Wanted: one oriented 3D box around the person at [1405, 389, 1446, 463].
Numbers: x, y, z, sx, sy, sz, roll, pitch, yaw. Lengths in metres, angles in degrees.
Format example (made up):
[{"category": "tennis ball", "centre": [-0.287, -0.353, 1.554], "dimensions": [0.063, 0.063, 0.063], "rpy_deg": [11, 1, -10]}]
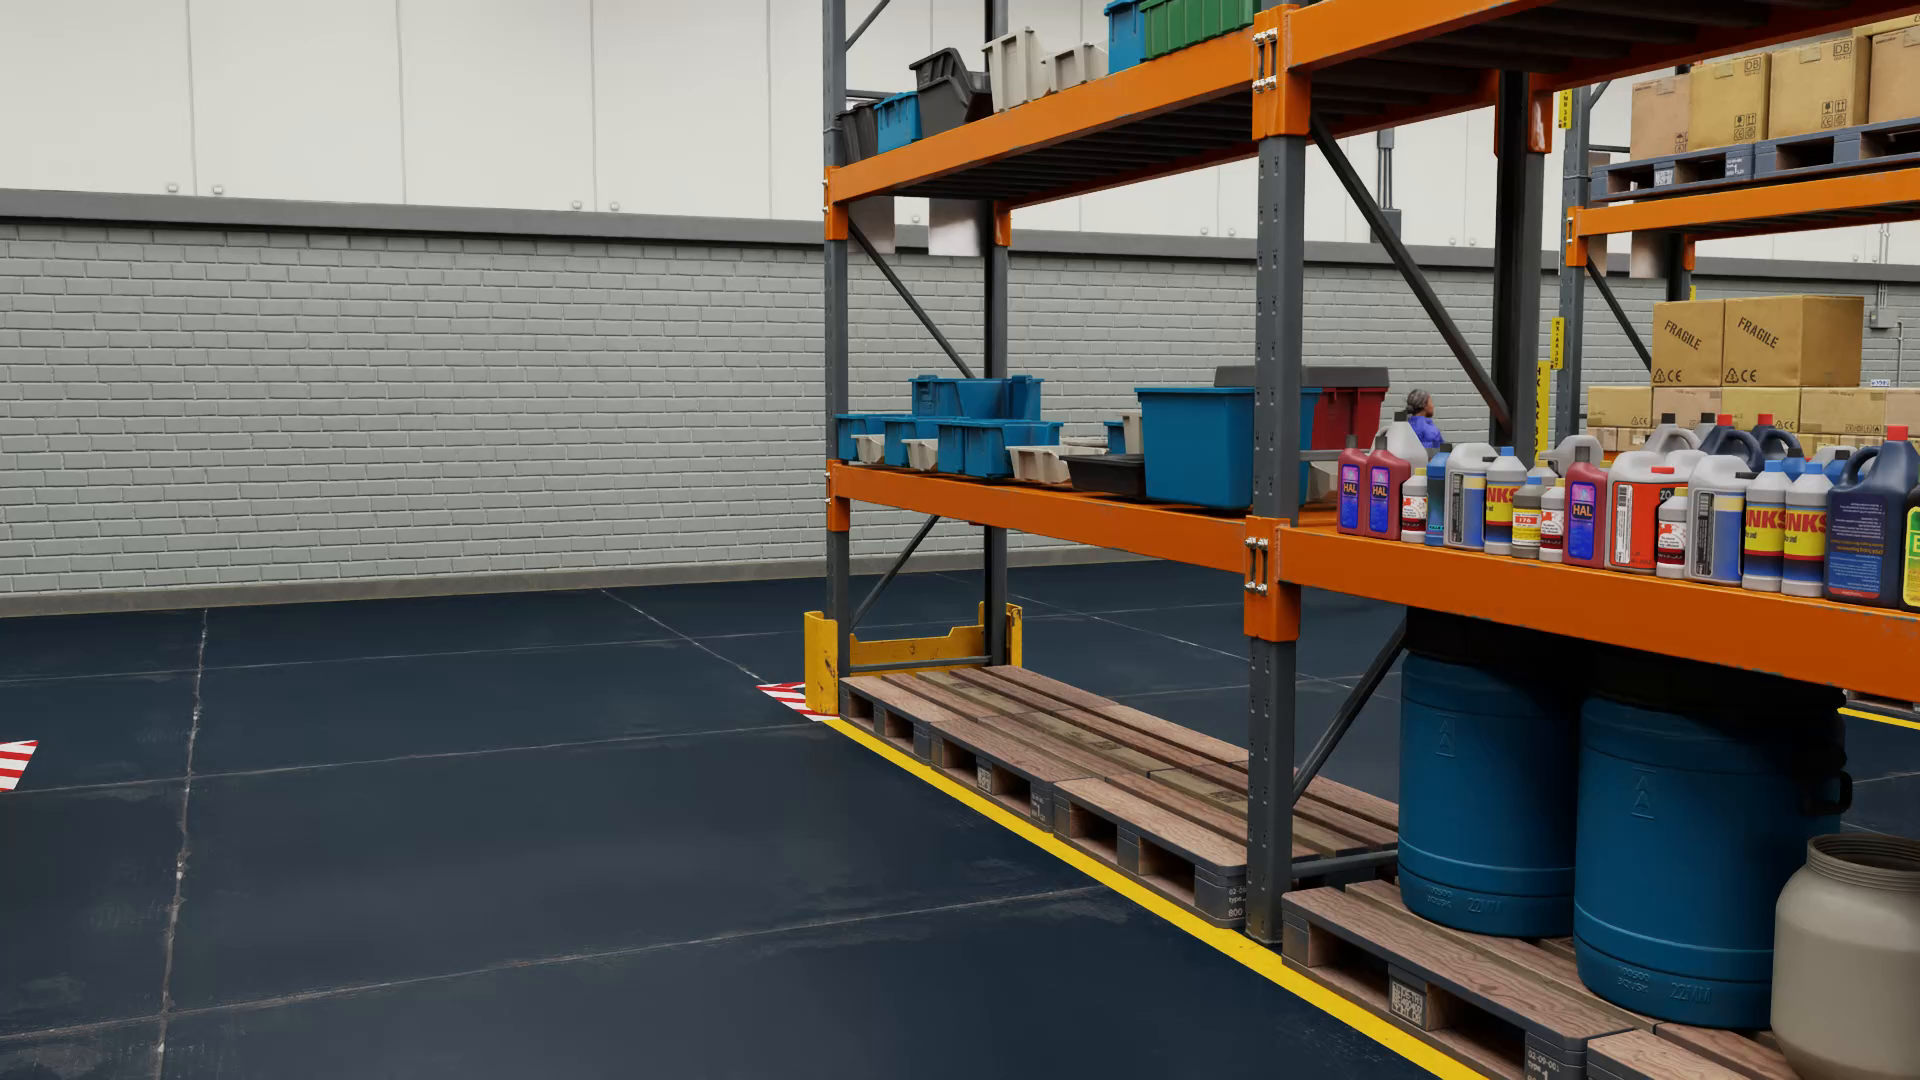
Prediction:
[{"category": "person", "centre": [3.630, -0.345, 12.974], "dimensions": [0.430, 1.663, 0.435], "rpy_deg": [-3, 6, -28]}]
